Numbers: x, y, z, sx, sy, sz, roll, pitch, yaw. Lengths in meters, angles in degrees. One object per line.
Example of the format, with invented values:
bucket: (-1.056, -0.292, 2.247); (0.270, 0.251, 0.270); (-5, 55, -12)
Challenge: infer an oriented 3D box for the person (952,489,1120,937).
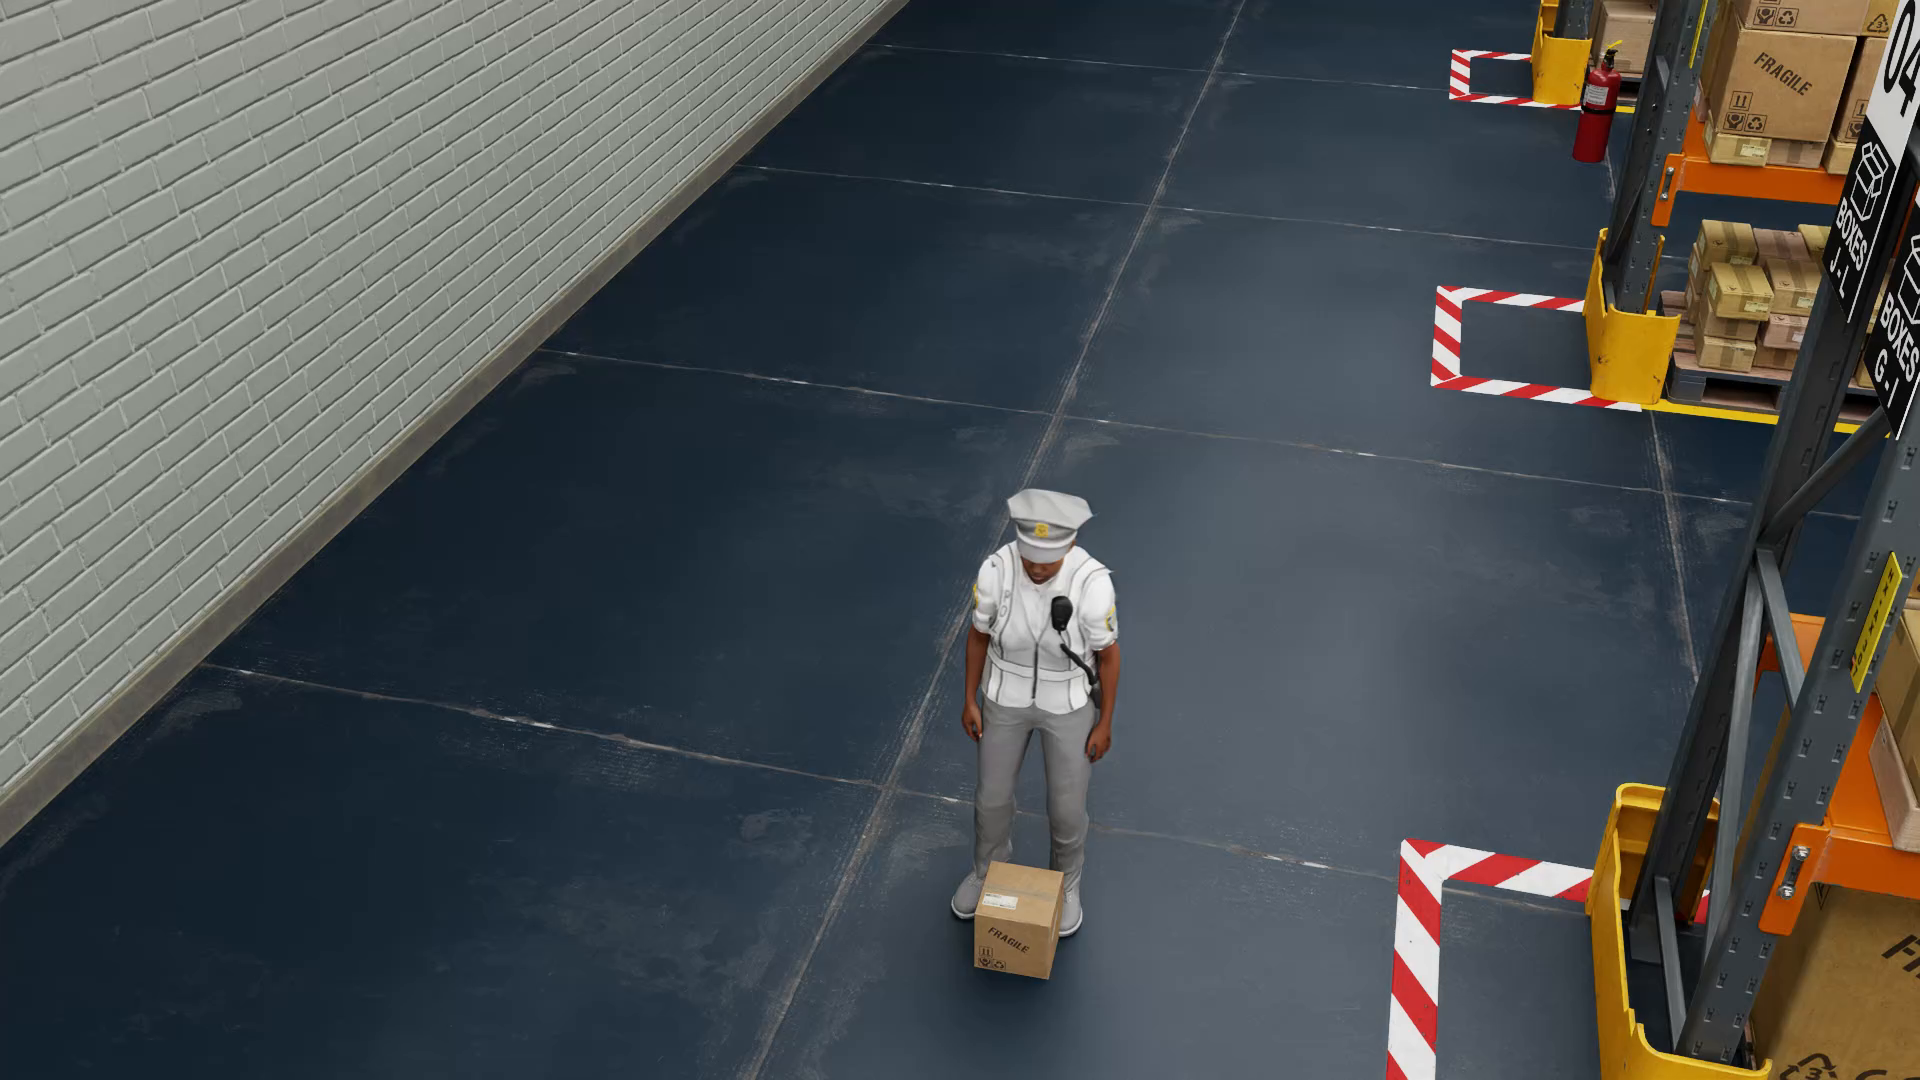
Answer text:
person: (0.244, 0.542, 5.307); (0.509, 1.657, 0.397); (8, 34, 12)
